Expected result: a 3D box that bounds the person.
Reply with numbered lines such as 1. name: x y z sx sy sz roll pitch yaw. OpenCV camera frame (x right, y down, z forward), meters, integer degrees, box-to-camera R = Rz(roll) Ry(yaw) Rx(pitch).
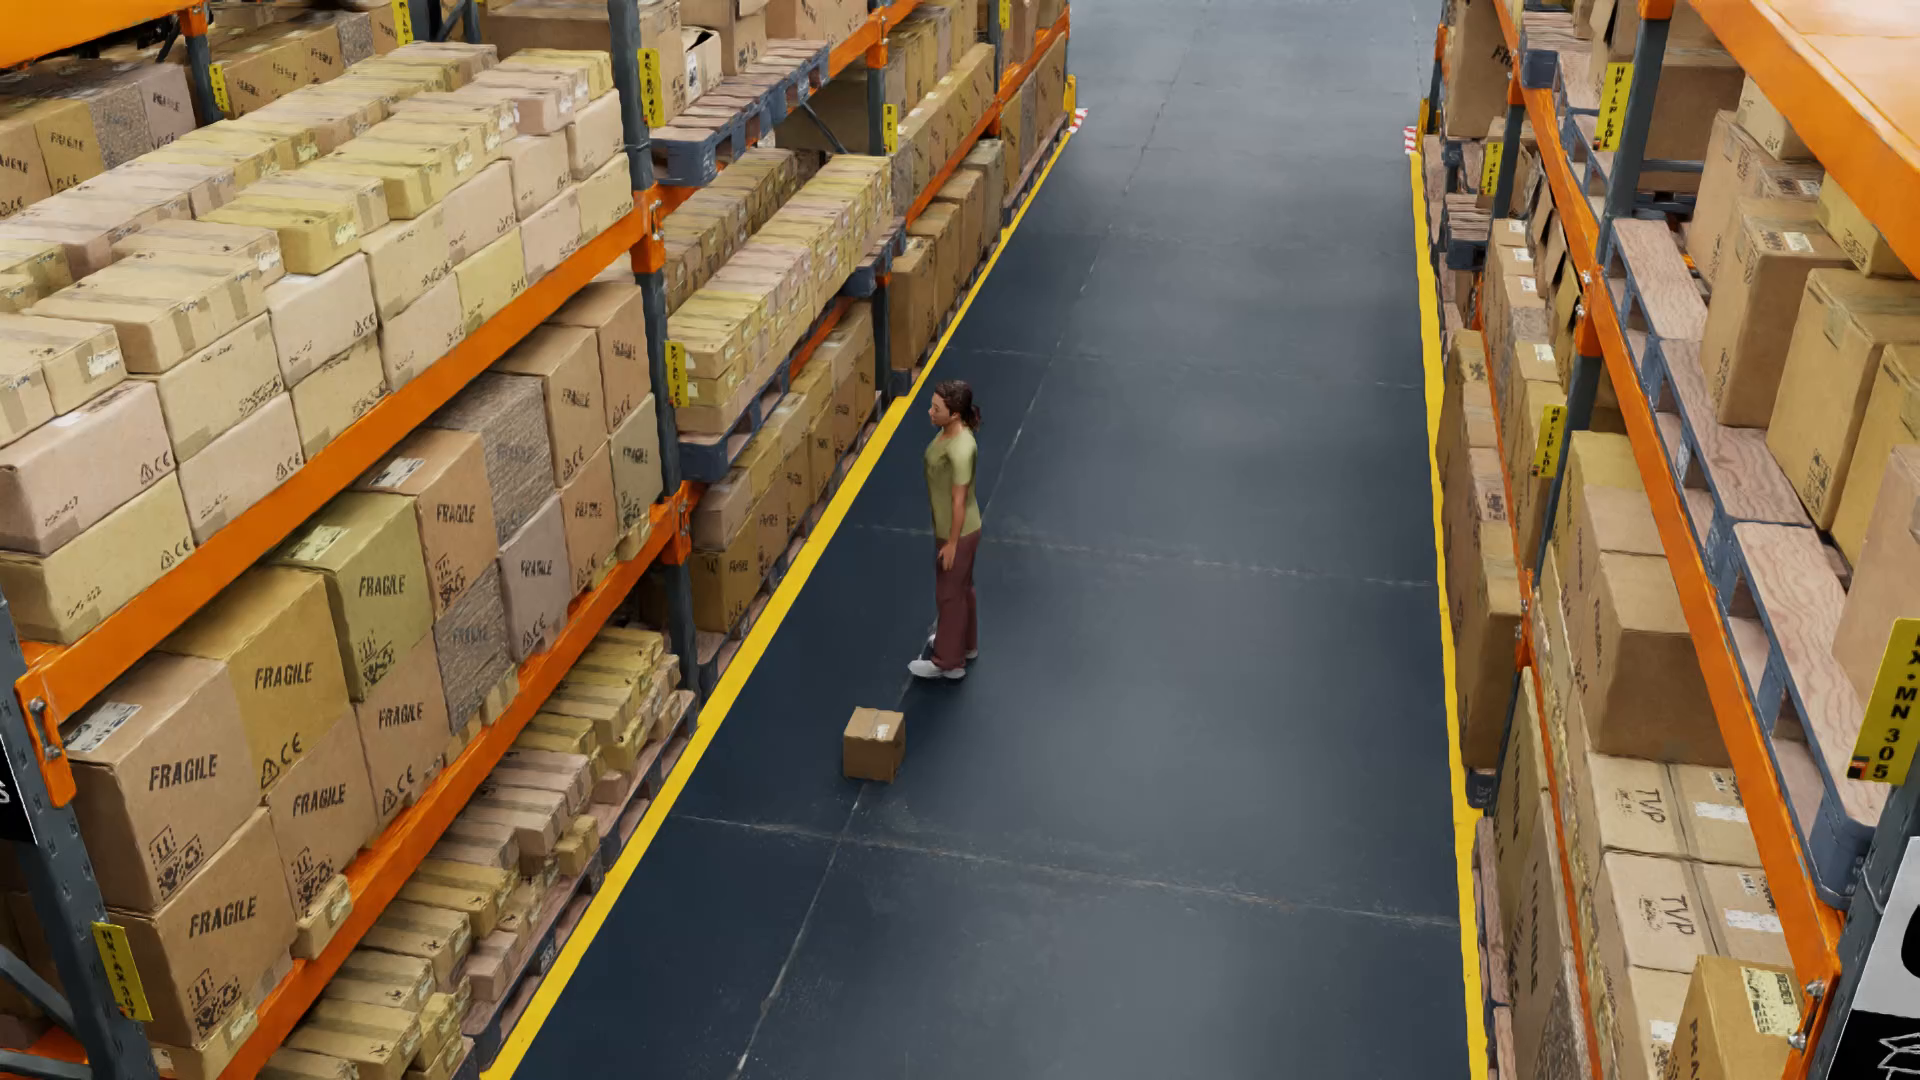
1. person: -0.080 -0.057 8.669 0.415 1.683 0.556 -2 29 -4
